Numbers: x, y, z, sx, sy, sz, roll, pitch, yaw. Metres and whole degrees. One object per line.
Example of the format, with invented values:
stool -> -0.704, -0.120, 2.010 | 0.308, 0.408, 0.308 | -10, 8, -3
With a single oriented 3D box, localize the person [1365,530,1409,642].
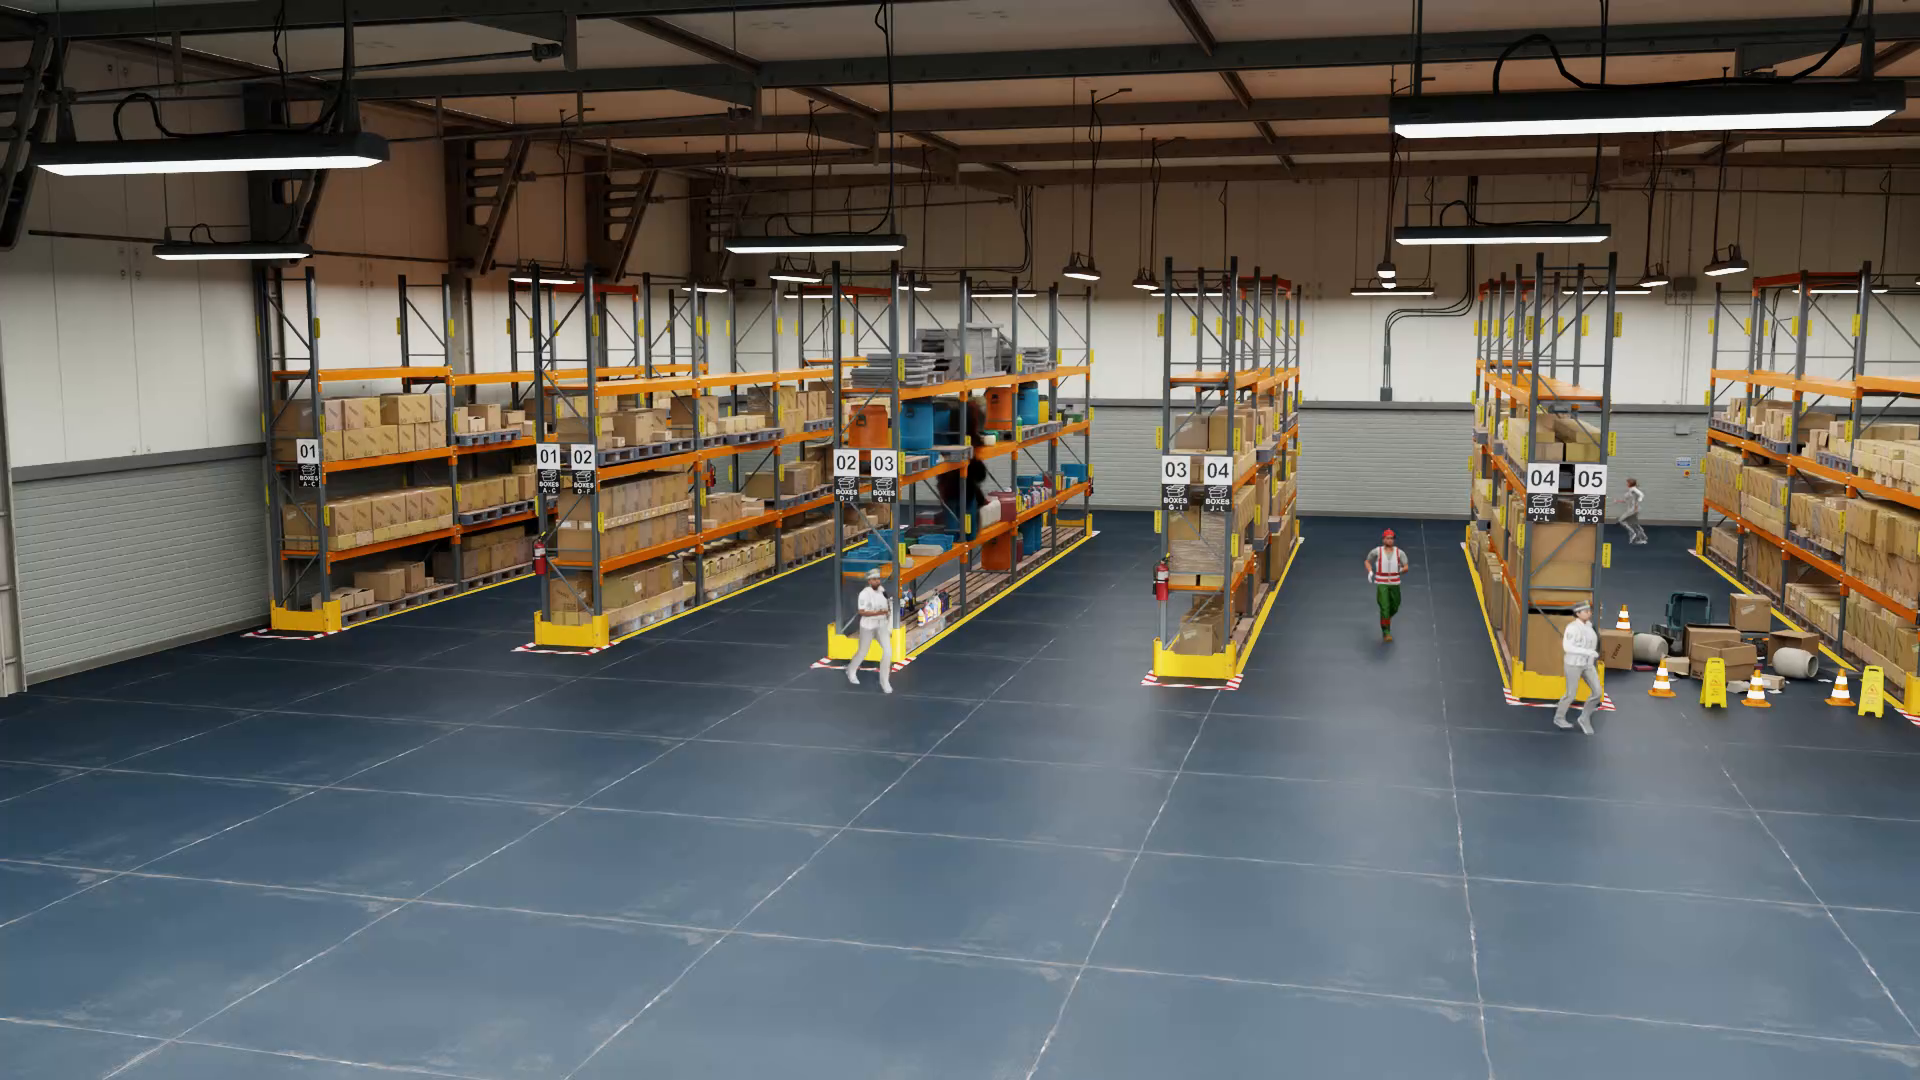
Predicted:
person -> 6.892, 0.717, 26.815 | 0.667, 1.768, 0.963 | 0, 7, 1

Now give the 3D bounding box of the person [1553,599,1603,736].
person -> 7.661, 1.577, 20.553 | 0.605, 1.718, 0.703 | -3, 8, -25

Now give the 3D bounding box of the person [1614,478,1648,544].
person -> 15.526, -0.670, 38.449 | 0.780, 1.549, 0.556 | 2, 8, 19

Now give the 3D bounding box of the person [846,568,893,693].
person -> -1.219, 1.241, 23.161 | 0.587, 1.743, 0.890 | -5, 9, -35
